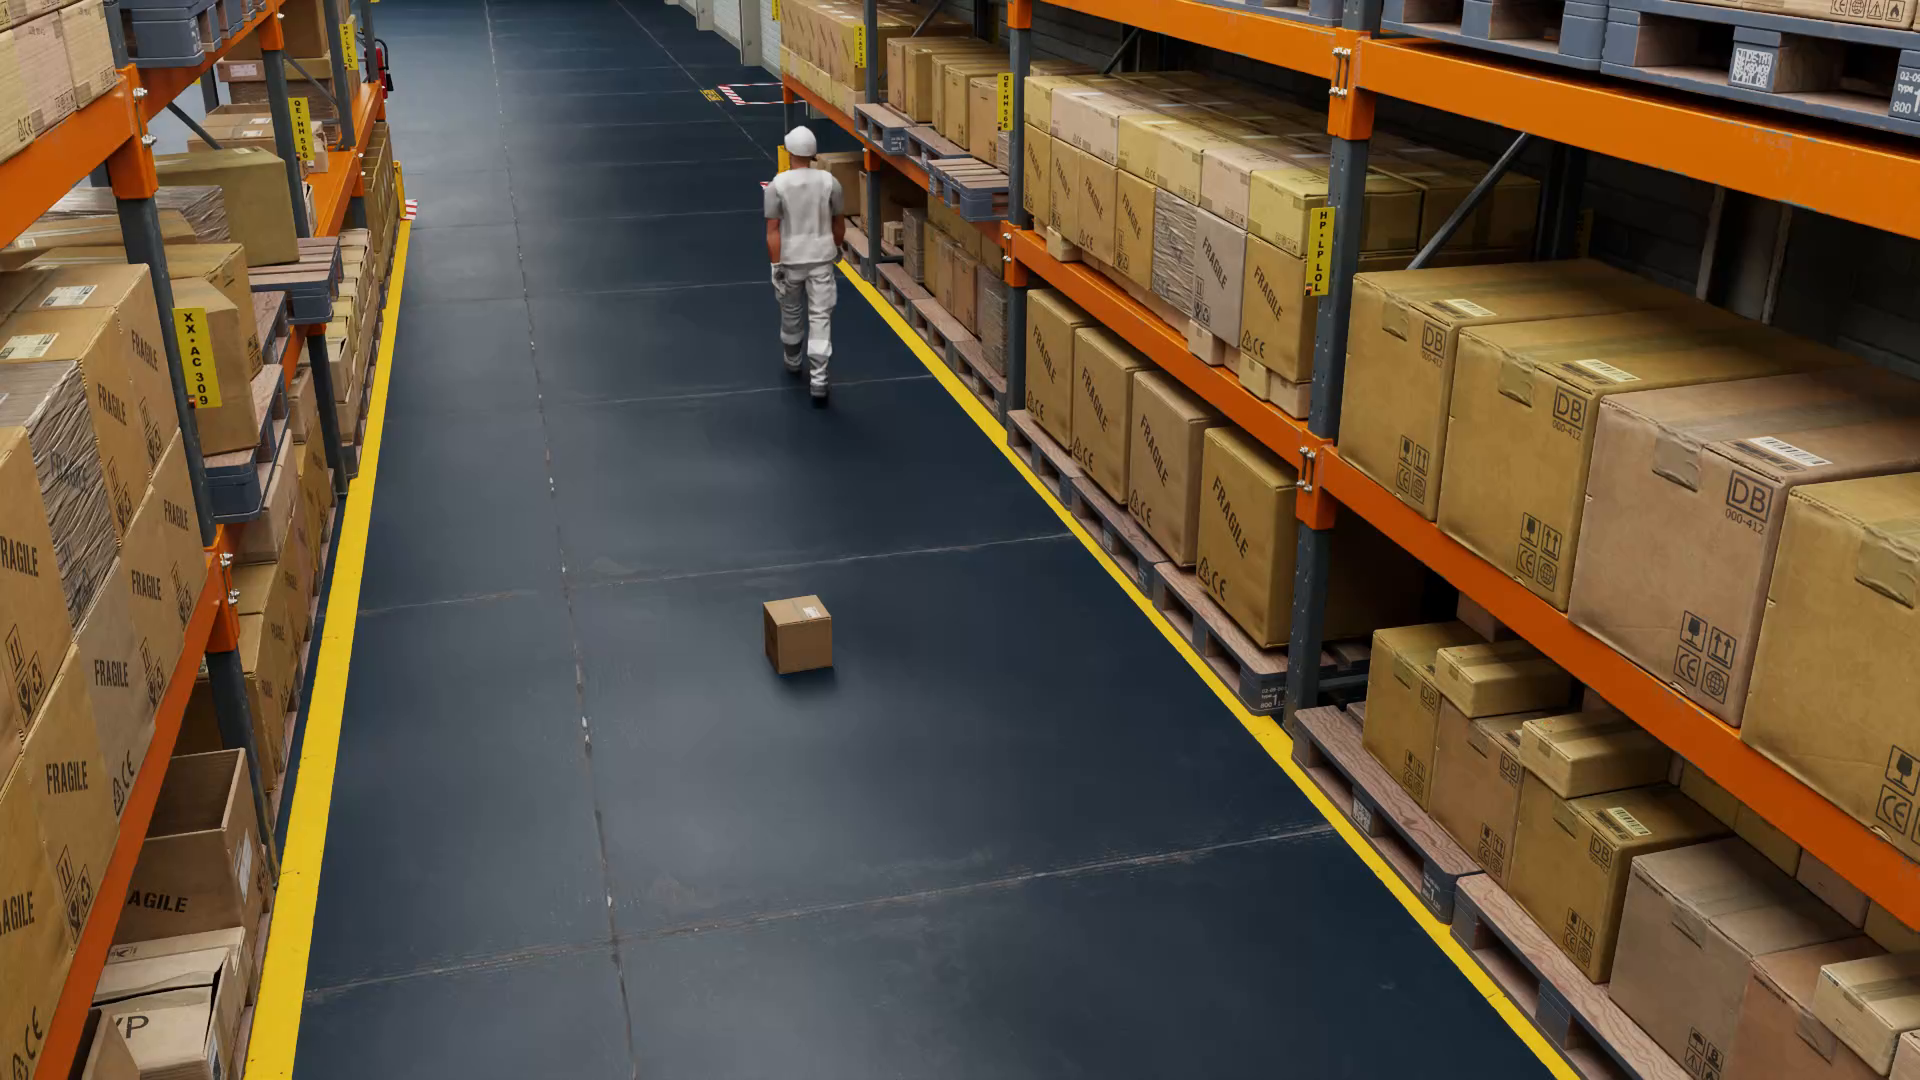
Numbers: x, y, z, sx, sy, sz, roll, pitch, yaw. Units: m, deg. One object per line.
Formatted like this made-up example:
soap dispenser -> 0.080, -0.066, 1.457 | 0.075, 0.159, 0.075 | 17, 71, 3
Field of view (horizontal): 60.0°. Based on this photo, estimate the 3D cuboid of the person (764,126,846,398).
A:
person -> -1.020, -1.887, 11.064 | 0.527, 1.737, 1.038 | -2, 23, -5
